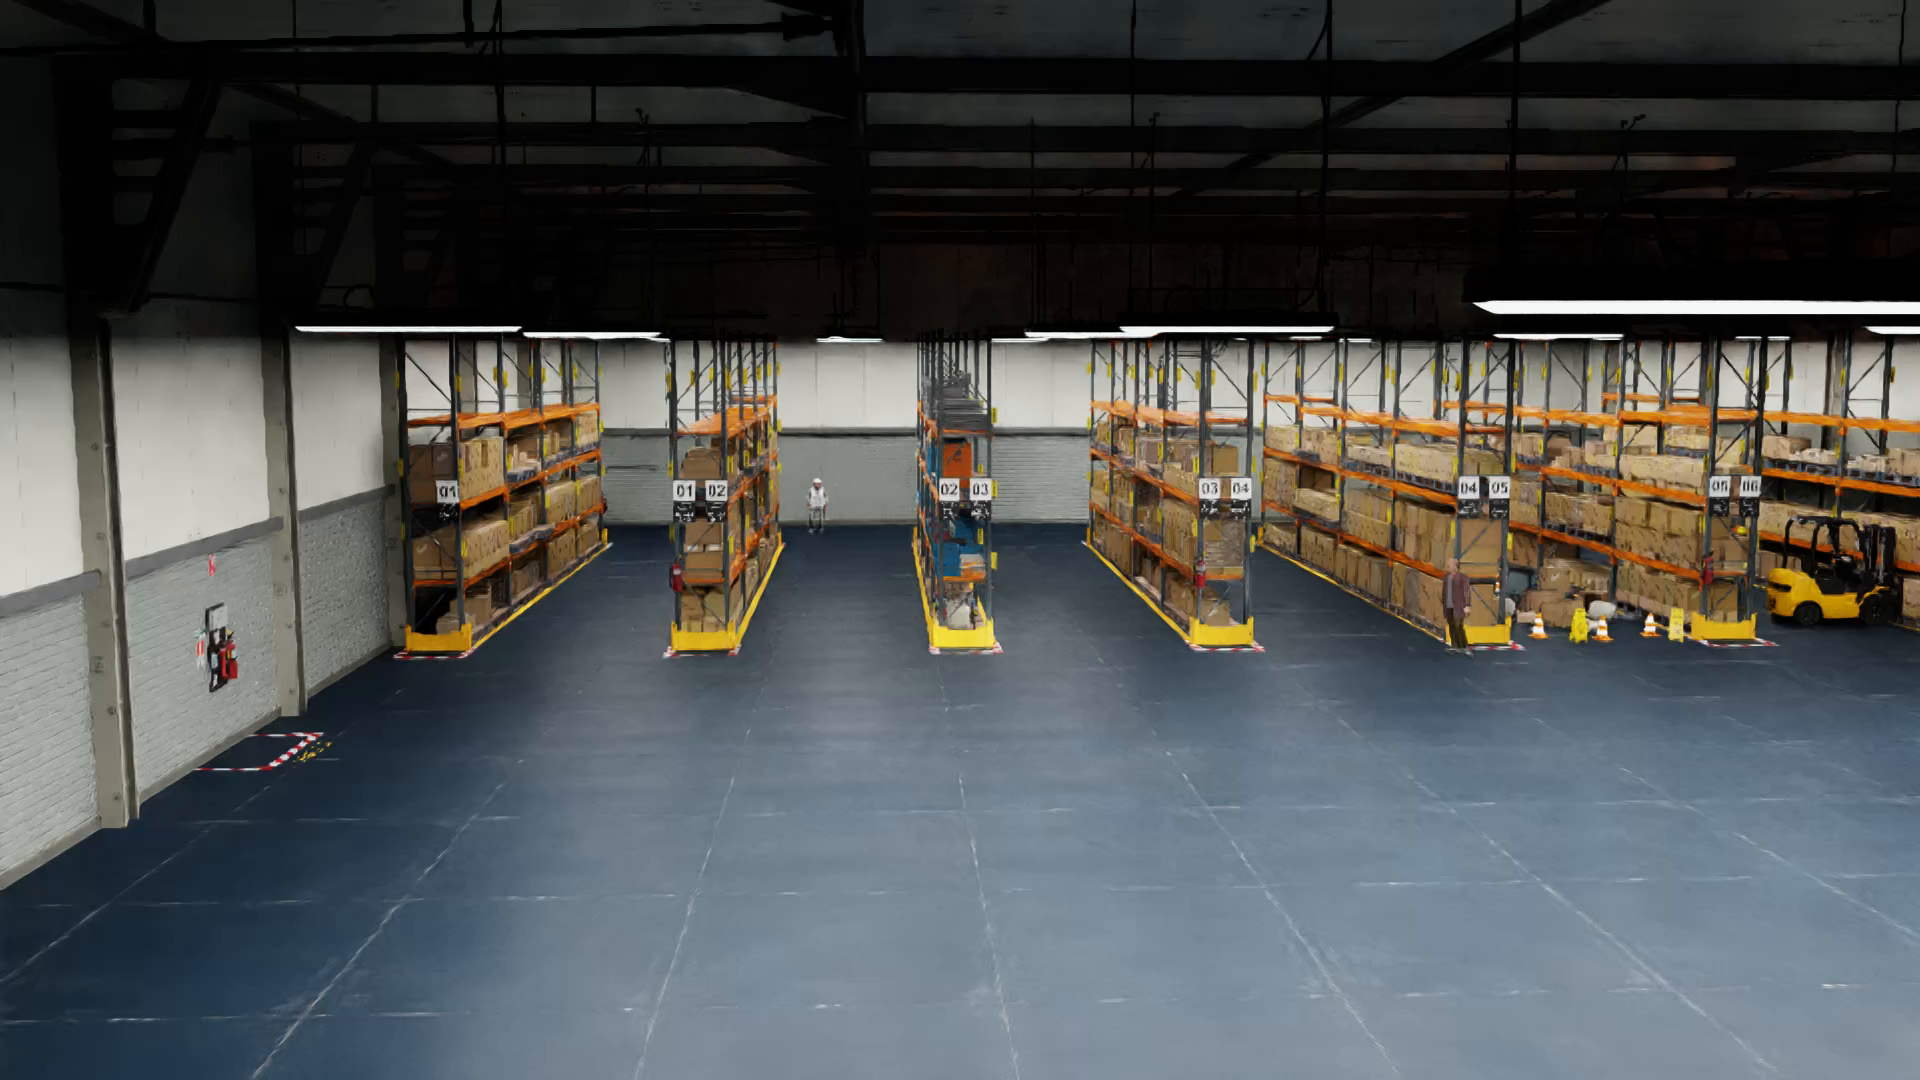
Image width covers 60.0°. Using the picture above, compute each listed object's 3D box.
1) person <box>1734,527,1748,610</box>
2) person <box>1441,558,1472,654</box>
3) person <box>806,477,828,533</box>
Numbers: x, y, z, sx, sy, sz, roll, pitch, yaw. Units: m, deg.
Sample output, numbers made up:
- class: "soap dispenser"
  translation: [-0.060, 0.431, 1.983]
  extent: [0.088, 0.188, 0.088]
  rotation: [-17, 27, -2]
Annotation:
- class: "person"
  translation: [16.873, 0.593, 36.004]
  extent: [0.580, 1.763, 0.673]
  rotation: [4, 8, 27]
- class: "person"
  translation: [9.167, 1.219, 30.694]
  extent: [0.454, 1.773, 0.687]
  rotation: [-5, 8, -35]
- class: "person"
  translation: [-4.312, -1.046, 50.247]
  extent: [0.677, 1.726, 0.574]
  rotation: [-1, 7, -5]
